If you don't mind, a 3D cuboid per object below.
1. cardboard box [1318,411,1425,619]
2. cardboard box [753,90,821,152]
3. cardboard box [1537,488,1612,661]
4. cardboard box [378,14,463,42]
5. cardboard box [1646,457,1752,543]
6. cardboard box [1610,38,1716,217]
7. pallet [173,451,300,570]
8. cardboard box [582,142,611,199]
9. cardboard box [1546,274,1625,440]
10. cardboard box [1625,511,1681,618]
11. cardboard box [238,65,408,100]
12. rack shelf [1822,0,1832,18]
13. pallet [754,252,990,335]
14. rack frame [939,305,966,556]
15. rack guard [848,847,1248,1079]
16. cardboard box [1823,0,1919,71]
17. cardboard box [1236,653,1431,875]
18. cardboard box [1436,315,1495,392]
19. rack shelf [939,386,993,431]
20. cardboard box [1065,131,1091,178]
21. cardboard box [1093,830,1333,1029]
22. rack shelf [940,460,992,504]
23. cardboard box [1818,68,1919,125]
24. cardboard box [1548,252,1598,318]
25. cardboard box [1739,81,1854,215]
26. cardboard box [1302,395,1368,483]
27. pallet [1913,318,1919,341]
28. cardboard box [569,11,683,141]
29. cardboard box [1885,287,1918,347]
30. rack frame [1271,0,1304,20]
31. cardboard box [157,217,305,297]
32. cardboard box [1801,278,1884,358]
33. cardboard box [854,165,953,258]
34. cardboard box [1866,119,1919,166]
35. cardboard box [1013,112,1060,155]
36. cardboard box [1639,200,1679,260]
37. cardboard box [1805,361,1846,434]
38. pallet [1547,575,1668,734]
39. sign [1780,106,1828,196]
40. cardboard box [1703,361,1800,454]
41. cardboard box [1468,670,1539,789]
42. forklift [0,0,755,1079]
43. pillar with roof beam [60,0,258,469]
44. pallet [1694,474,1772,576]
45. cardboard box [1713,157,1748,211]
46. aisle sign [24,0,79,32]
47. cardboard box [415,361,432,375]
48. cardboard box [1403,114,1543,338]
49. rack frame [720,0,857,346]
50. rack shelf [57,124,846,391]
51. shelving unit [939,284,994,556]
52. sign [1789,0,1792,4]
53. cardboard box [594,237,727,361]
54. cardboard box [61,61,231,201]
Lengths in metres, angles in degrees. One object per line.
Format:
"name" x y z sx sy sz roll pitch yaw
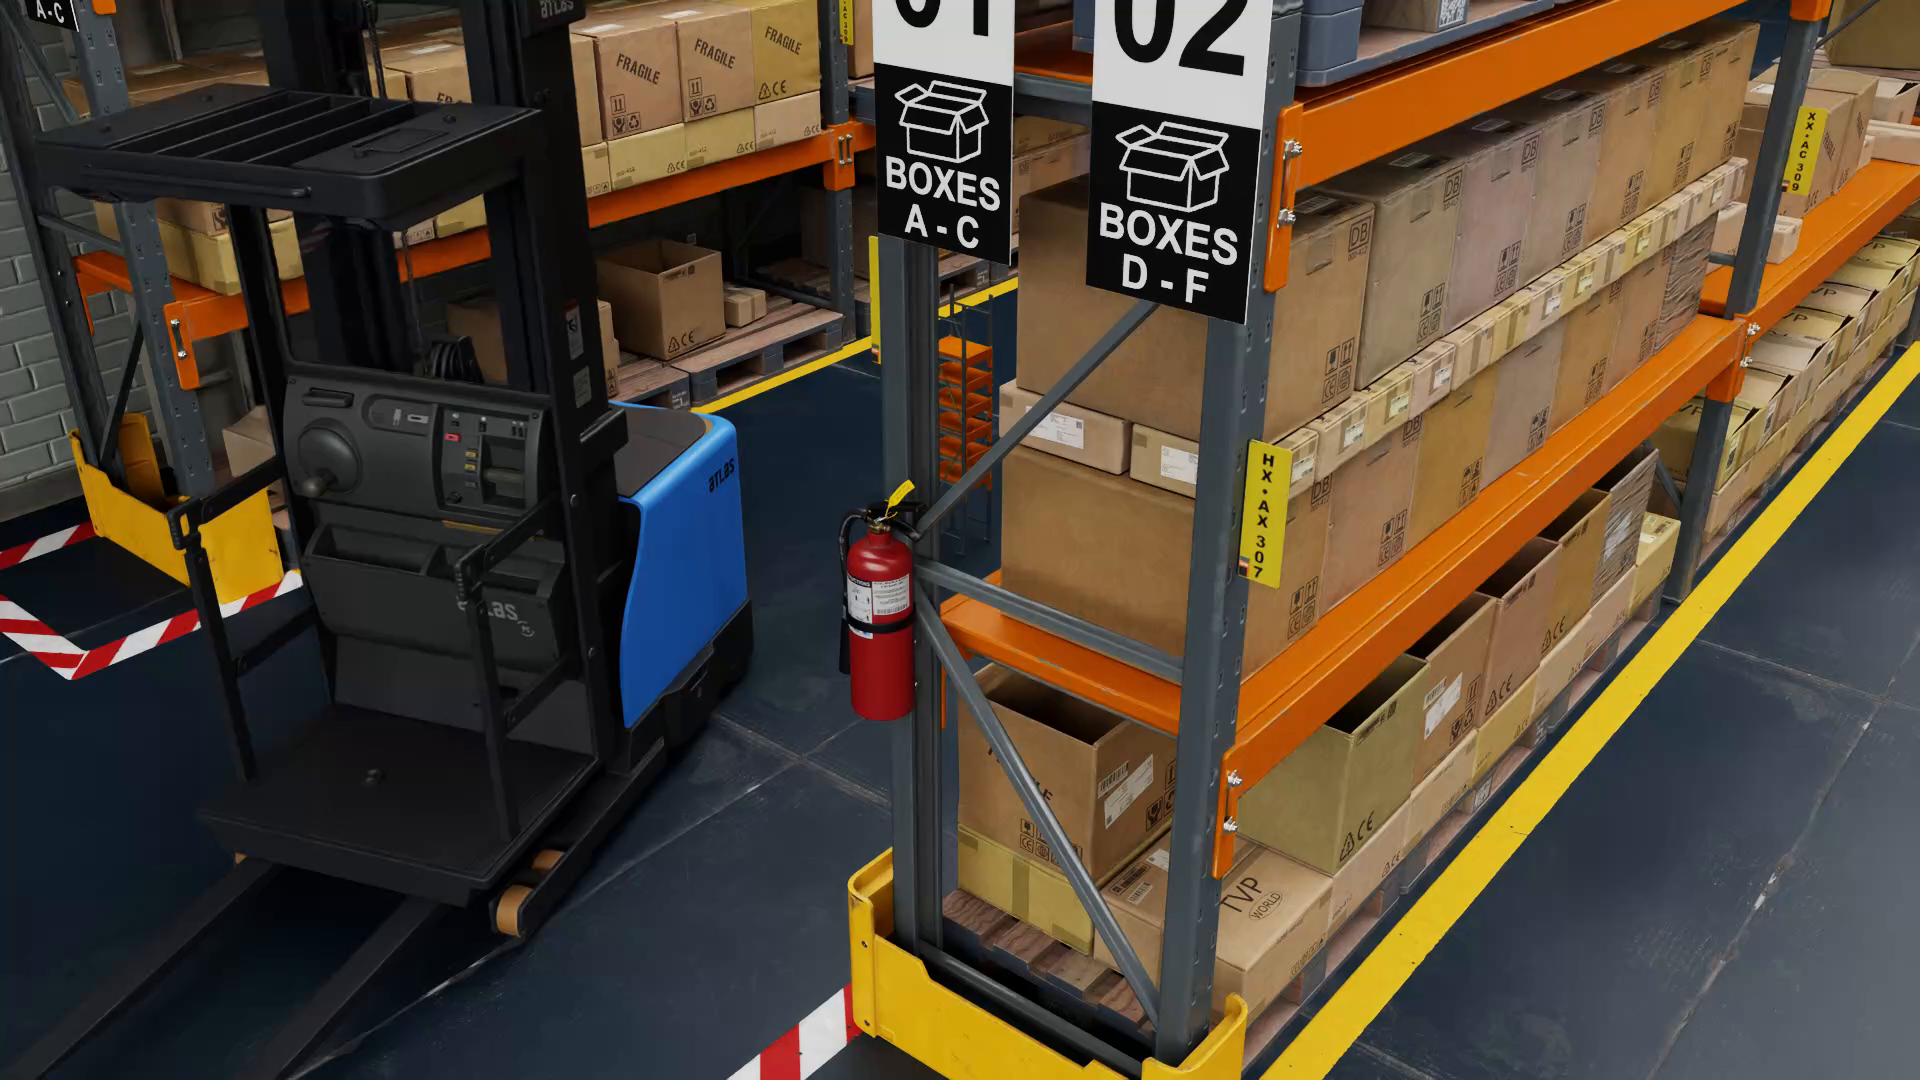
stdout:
"cardboard box" 0.865 -0.192 4.748 0.700 0.500 0.500 22 34 36
"cardboard box" -1.120 -2.349 9.167 0.500 0.250 0.500 21 34 35
"cardboard box" 2.004 0.066 6.078 0.500 0.500 0.500 21 34 34
"cardboard box" -2.487 -2.288 8.234 0.500 0.500 0.500 21 34 35
"cardboard box" 3.220 -0.252 7.509 0.500 0.250 0.500 20 33 33
"cardboard box" 2.174 -1.498 5.861 0.700 0.500 0.500 21 34 34
"pallet" -3.004 -0.311 8.121 1.003 0.211 1.213 21 34 34
"cardboard box" -2.070 -1.813 8.132 0.500 0.250 0.500 21 34 35
"cardboard box" 1.842 -0.736 5.800 0.700 0.500 0.500 21 34 35
"cardboard box" 2.646 0.046 6.931 0.500 0.250 0.500 21 34 34
"cardboard box" -2.739 -1.774 7.240 0.500 0.500 0.500 21 34 35
"rack shelf" 4.044 -2.938 7.684 1.077 0.370 4.000 21 34 34
"pallet" -0.558 -1.701 10.808 1.003 0.211 1.213 21 34 34
"rack frame" -0.067 -0.495 7.402 0.240 1.200 0.006 21 34 34
"rack guard" 0.213 1.320 4.654 1.175 0.500 0.348 21 34 34
"cardboard box" 5.630 -3.122 9.954 0.700 0.500 0.500 10 29 18
"cardboard box" 1.057 0.600 5.044 0.500 0.500 0.500 21 34 34
"cardboard box" 1.299 -0.574 4.779 0.380 0.149 0.250 19 33 33
"rack shelf" -0.009 -0.595 7.430 0.258 0.103 0.180 21 34 34
"cardboard box" 0.657 -2.747 12.038 0.700 0.500 0.500 21 34 34
"cardboard box" 0.741 1.111 4.873 0.500 0.250 0.500 21 34 34
"rack shelf" -0.009 -0.275 7.595 0.258 0.103 0.180 21 34 34
"cardboard box" 5.051 -2.479 9.374 0.500 0.311 0.500 23 35 37
"cardboard box" 1.789 -0.845 5.305 0.380 0.149 0.250 22 35 36
"cardboard box" 3.927 -1.893 8.036 0.500 0.500 0.500 21 34 34
"cardboard box" 0.810 -0.301 4.253 0.380 0.149 0.250 20 33 33
"pallet" 5.821 -1.650 10.710 1.003 0.211 1.213 21 34 34
"cardboard box" -1.756 -2.326 8.308 0.500 0.500 0.500 20 33 33
"cardboard box" 5.170 -1.342 9.615 0.500 0.250 0.500 22 34 36
"rack frame" 0.228 -2.463 2.717 1.000 3.000 0.127 21 34 34
"cardboard box" -3.041 -1.267 7.077 0.500 0.250 0.500 20 33 33
"cardboard box" 4.525 -1.227 8.783 0.500 0.311 0.500 20 34 34
"cardboard box" -0.307 -2.212 11.003 0.700 0.500 0.500 20 33 33
"cardboard box" 4.958 -2.124 8.864 0.380 0.149 0.250 21 34 34
"cardboard box" 0.340 -2.861 11.442 0.500 0.250 0.500 21 34 34
"cardboard box" 2.275 -1.116 5.828 0.380 0.149 0.250 21 34 34
"cardboard box" 4.198 -0.798 8.563 0.500 0.250 0.500 22 34 35
"pallet" 2.234 0.292 6.956 1.003 0.211 1.213 21 34 34
"sign" 3.201 -1.475 6.307 0.100 0.325 0.005 21 34 34
"cardboard box" 3.550 -0.681 7.726 0.500 0.311 0.500 20 34 34
"cardboard box" 1.696 0.580 5.900 0.500 0.250 0.500 21 34 34
"forklift" -1.783 -0.245 5.034 1.130 2.935 3.031 9 29 16
"pillar with roof beam" -0.497 -3.152 4.050 9.100 9.000 0.400 21 34 34
"pallet" 3.211 -0.251 8.005 1.003 0.211 1.213 21 34 34
"cardboard box" 2.765 -1.390 6.358 0.380 0.149 0.250 21 34 34
"aisle sign" -3.411 -2.286 6.076 0.394 0.787 0.004 21 34 34
"cardboard box" -2.725 -0.667 8.222 0.500 0.311 0.500 24 36 38
"cardboard box" 1.219 -0.967 4.833 0.700 0.500 0.500 21 34 35
"rack frame" -1.053 -2.663 9.633 1.000 3.000 0.127 21 34 34
"rack shelf" -2.325 -1.634 8.428 1.077 0.370 4.000 21 34 34
"shelving unit" -0.009 -0.528 7.464 0.258 1.200 0.189 21 34 34
"sign" 4.892 -3.269 9.631 0.100 0.325 0.005 21 34 34
"cardboard box" -1.682 -1.369 9.372 0.500 0.500 0.500 18 32 31
"cardboard box" -3.461 -1.749 7.192 0.500 0.500 0.500 20 34 34
